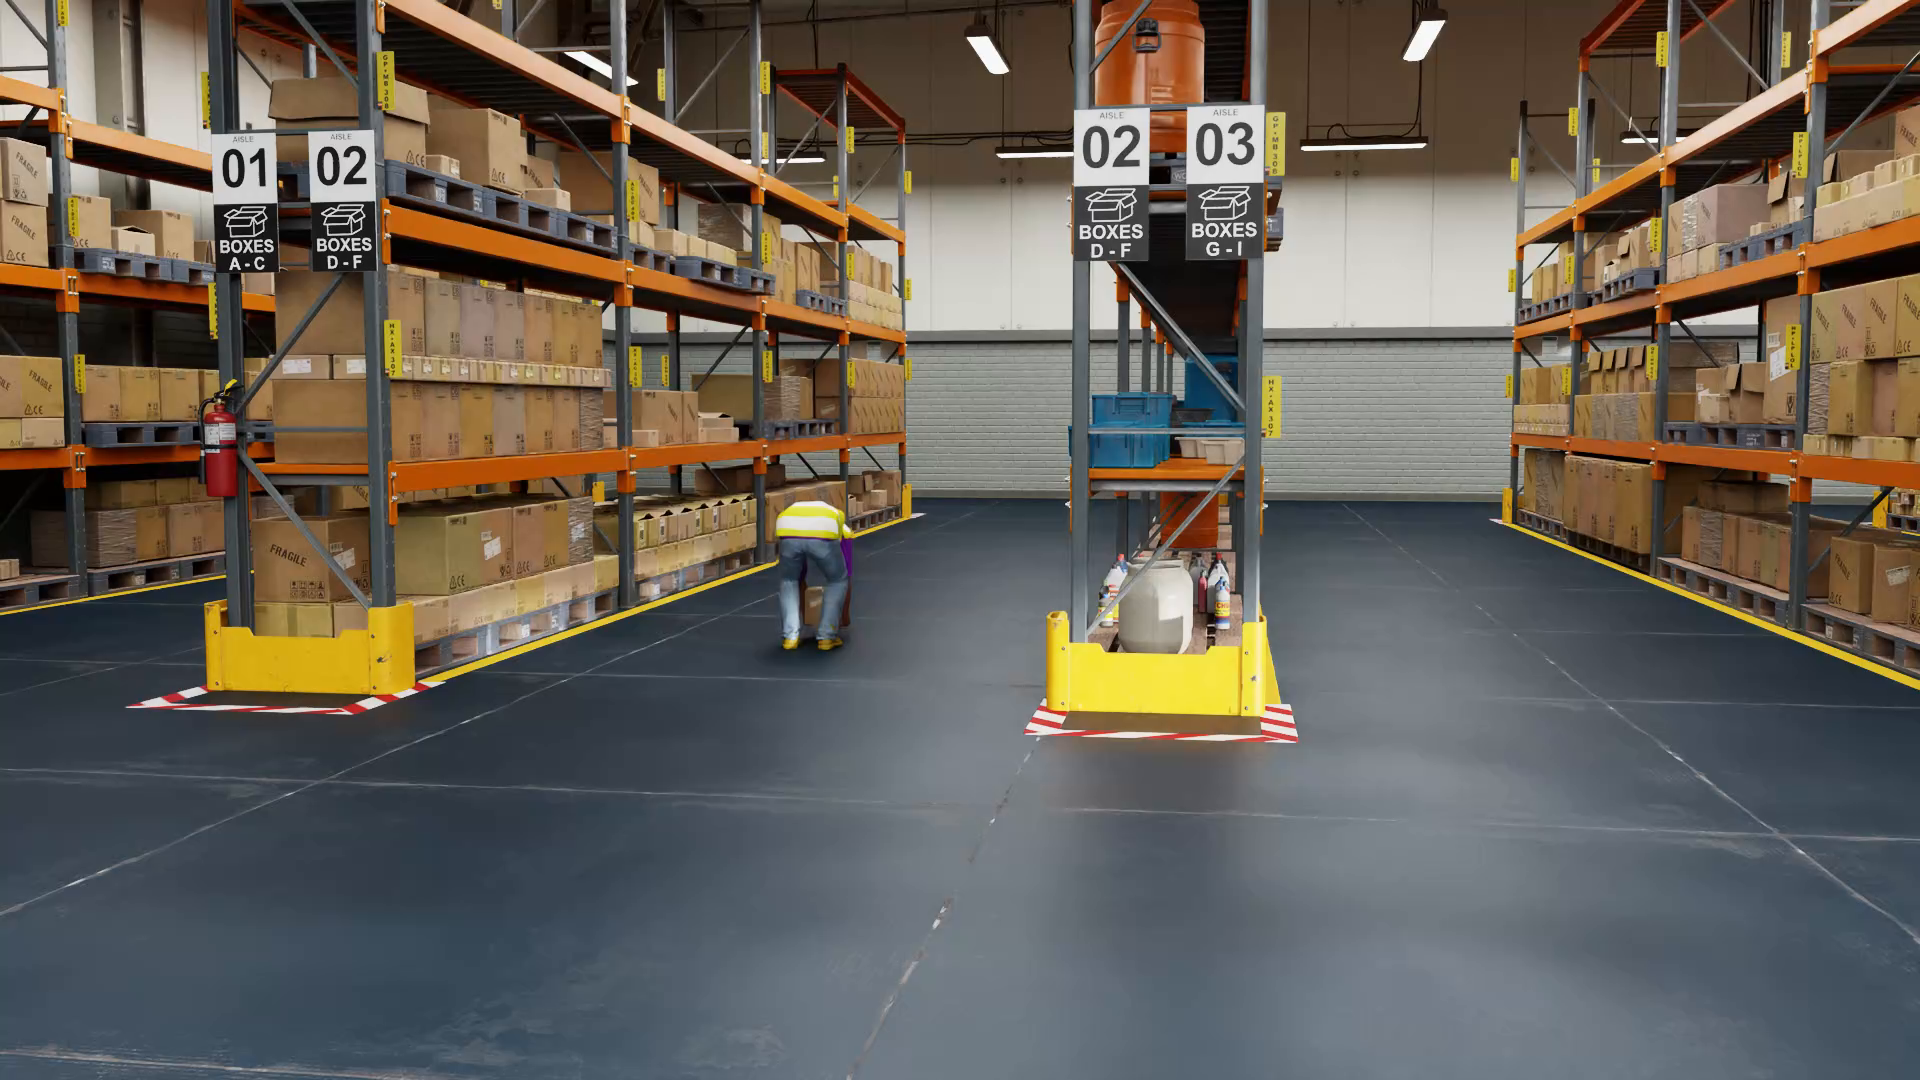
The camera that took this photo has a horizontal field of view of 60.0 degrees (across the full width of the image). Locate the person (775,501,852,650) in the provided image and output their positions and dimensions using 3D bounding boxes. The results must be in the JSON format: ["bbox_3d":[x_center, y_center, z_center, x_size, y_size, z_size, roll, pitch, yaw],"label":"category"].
[{"bbox_3d":[-1.006,0.218,11.565,0.500,1.006,0.976,1,4,6],"label":"person"}]
